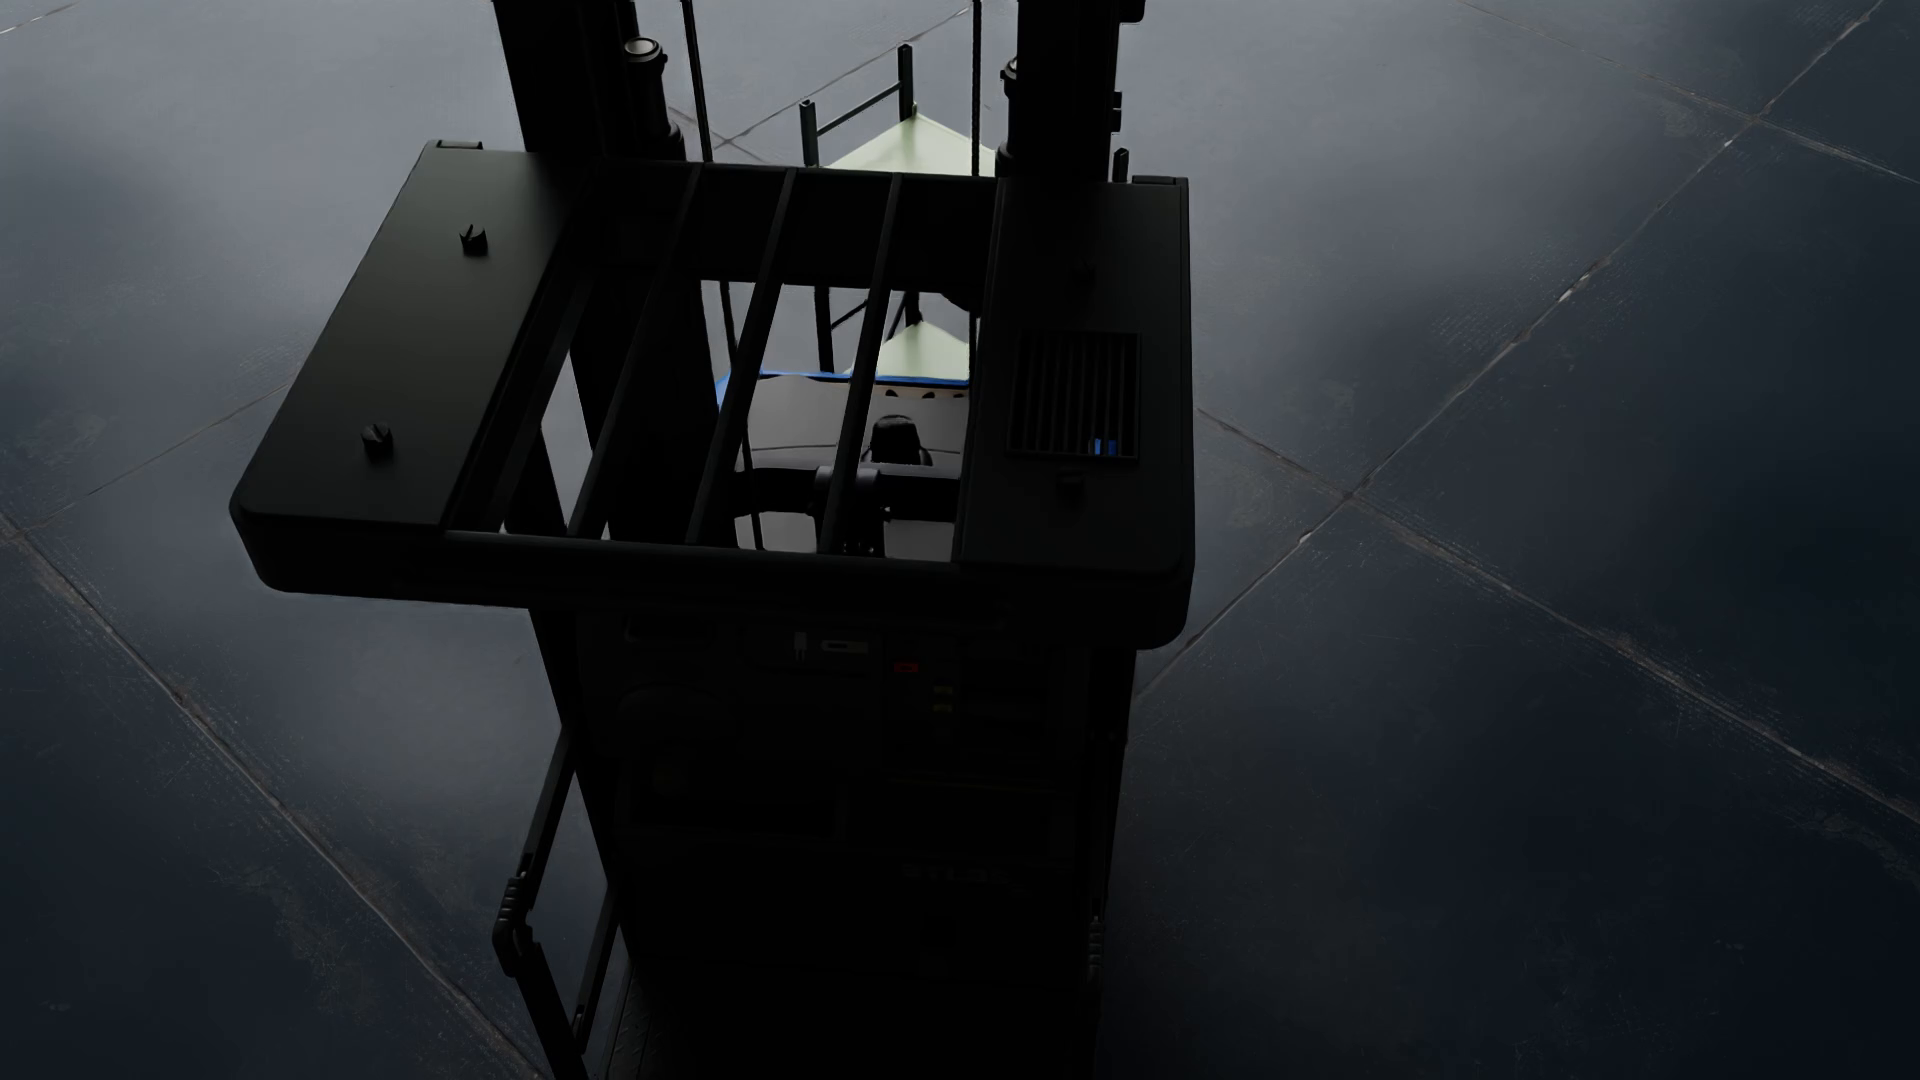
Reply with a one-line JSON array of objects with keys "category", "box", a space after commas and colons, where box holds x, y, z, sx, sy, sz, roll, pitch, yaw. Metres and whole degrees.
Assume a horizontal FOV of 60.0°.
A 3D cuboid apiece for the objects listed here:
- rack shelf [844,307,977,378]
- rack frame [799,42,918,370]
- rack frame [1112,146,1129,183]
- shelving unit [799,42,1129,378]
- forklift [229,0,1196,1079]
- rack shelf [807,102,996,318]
[{"category": "rack shelf", "box": [0.004, -0.300, 4.950, 0.720, 0.370, 0.431, 33, 55, 27]}, {"category": "rack frame", "box": [-0.269, -0.702, 4.880, 0.023, 1.500, 0.400, 33, 55, 27]}, {"category": "rack frame", "box": [0.276, -0.345, 4.545, 0.023, 1.500, 0.400, 33, 55, 27]}, {"category": "shelving unit", "box": [0.004, -0.524, 4.713, 0.755, 1.500, 0.431, 33, 55, 27]}, {"category": "forklift", "box": [-0.248, 0.387, 2.876, 1.130, 2.935, 3.031, 4, 47, 3]}, {"category": "rack shelf", "box": [0.004, -0.791, 4.428, 0.720, 0.370, 0.431, 33, 55, 27]}]
